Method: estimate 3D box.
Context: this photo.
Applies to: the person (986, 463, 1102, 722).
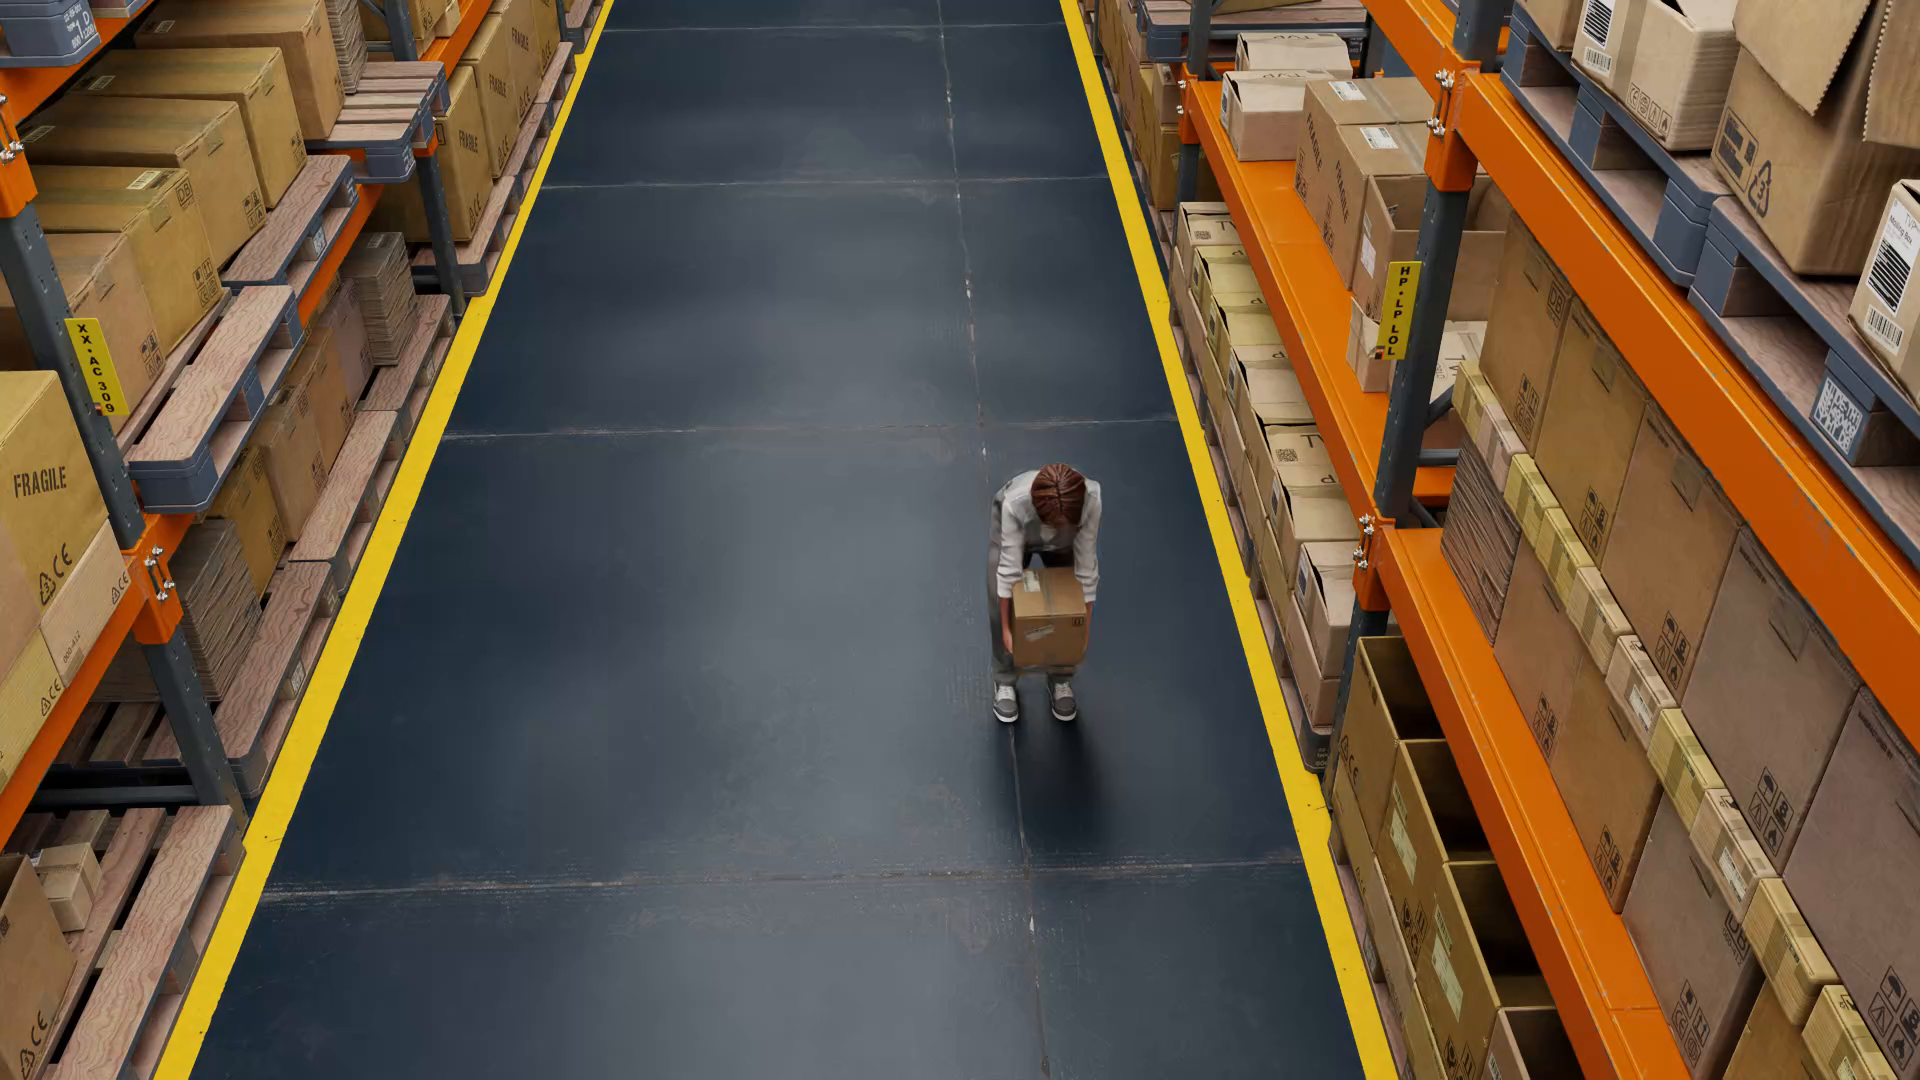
[{"bbox_3d":[0.302,0.184,6.107,0.381,1.359,0.728,-3,36,-4],"label":"person"}]
